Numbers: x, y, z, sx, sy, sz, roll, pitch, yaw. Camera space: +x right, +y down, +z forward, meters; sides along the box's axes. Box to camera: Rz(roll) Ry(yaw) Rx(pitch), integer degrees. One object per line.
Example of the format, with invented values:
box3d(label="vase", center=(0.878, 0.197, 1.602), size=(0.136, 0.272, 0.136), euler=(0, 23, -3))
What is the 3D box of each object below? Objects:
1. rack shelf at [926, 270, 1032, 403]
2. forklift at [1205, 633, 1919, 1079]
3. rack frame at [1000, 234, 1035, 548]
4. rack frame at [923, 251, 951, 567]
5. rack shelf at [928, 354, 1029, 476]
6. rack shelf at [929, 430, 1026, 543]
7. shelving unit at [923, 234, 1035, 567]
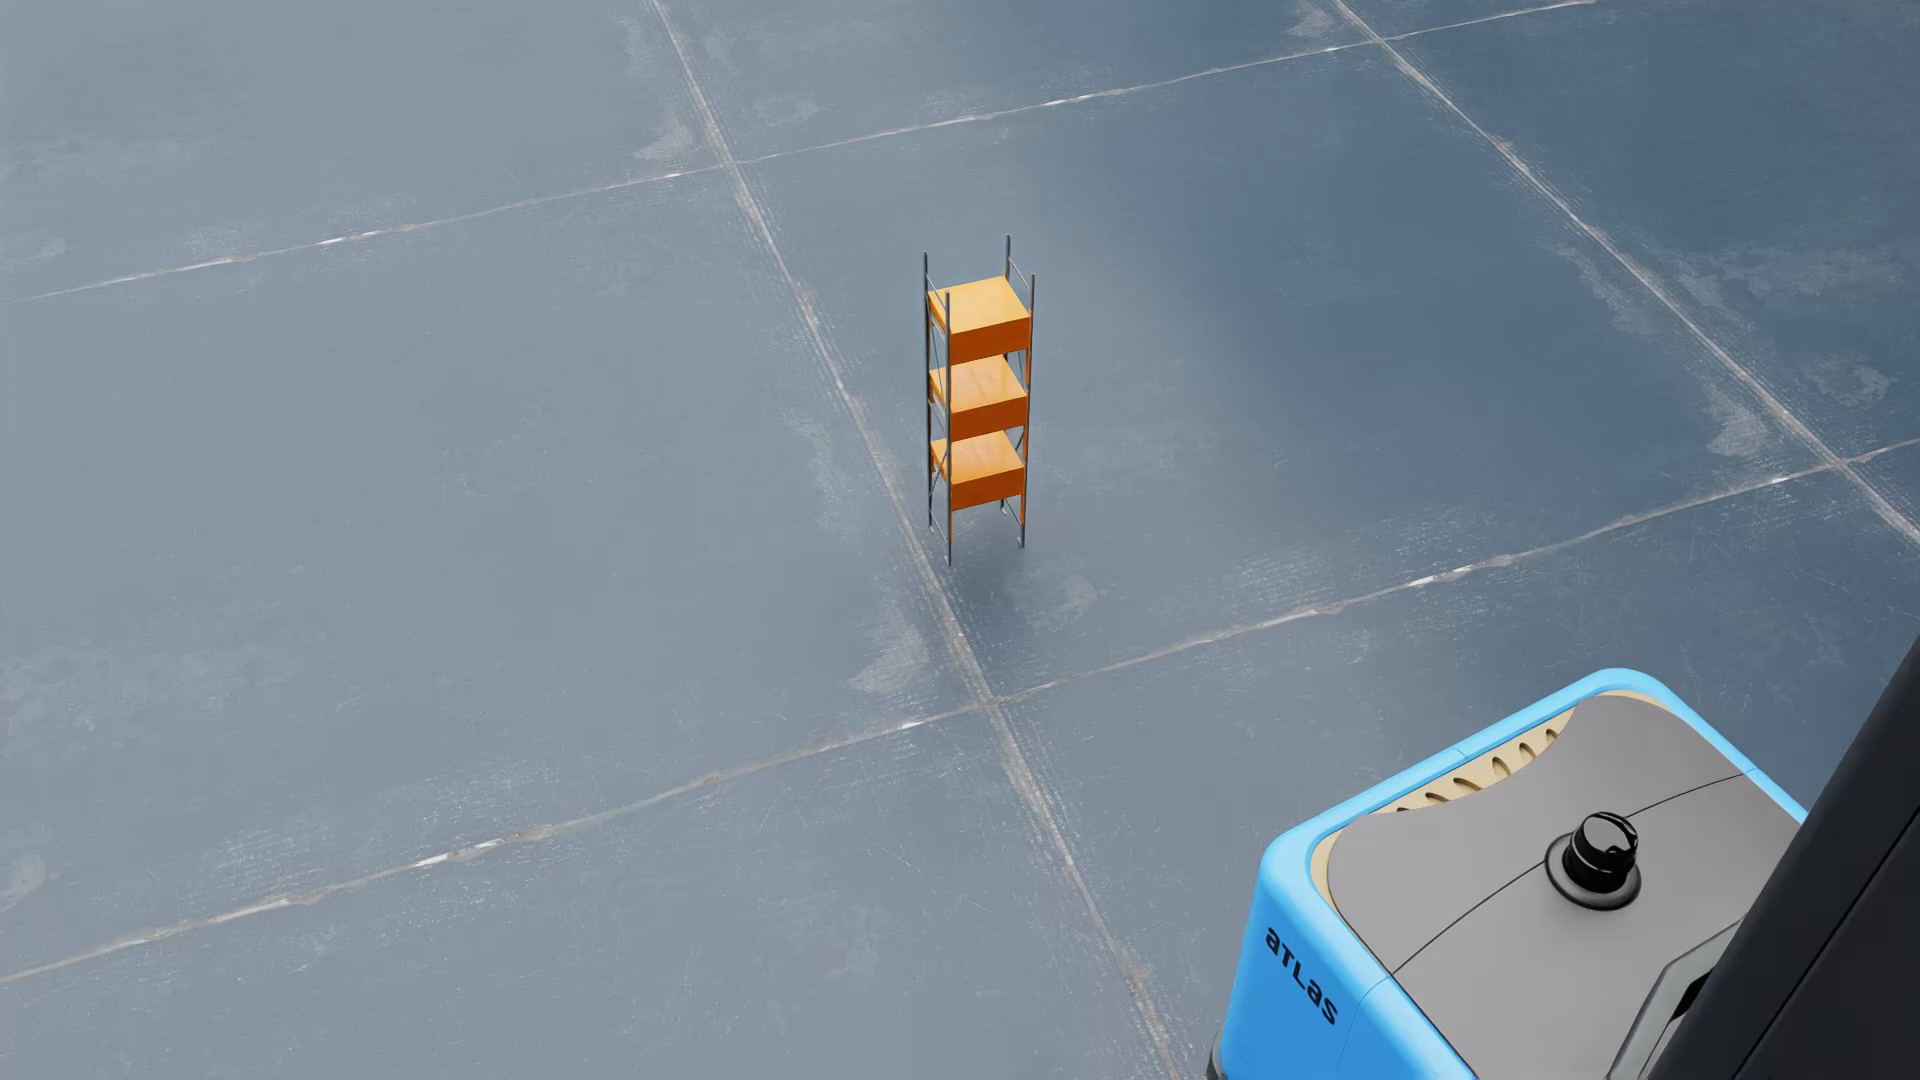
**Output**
box3d(label="rack shelf", center=(0.050, -0.576, 4.697), size=(0.240, 0.259, 0.215), euler=(-14, 47, -14))
box3d(label="forklift", center=(1.724, 1.045, 2.139), size=(1.130, 2.935, 3.031), euler=(-22, 49, -21))
box3d(label="rack frame", center=(0.165, -0.413, 4.920), size=(0.008, 1.050, 0.200), euler=(-14, 47, -14))
box3d(label="rack frame", center=(-0.064, -0.354, 4.862), size=(0.008, 1.050, 0.200), euler=(-14, 47, -14))
box3d(label="rack shelf", center=(0.050, -0.376, 4.898), size=(0.240, 0.259, 0.215), euler=(-14, 47, -14))
box3d(label="rack shelf", center=(0.050, -0.180, 5.095), size=(0.240, 0.259, 0.215), euler=(-14, 47, -14))
box3d(label="shelving unit", center=(0.050, -0.383, 4.891), size=(0.252, 1.050, 0.215), euler=(-14, 47, -14))
